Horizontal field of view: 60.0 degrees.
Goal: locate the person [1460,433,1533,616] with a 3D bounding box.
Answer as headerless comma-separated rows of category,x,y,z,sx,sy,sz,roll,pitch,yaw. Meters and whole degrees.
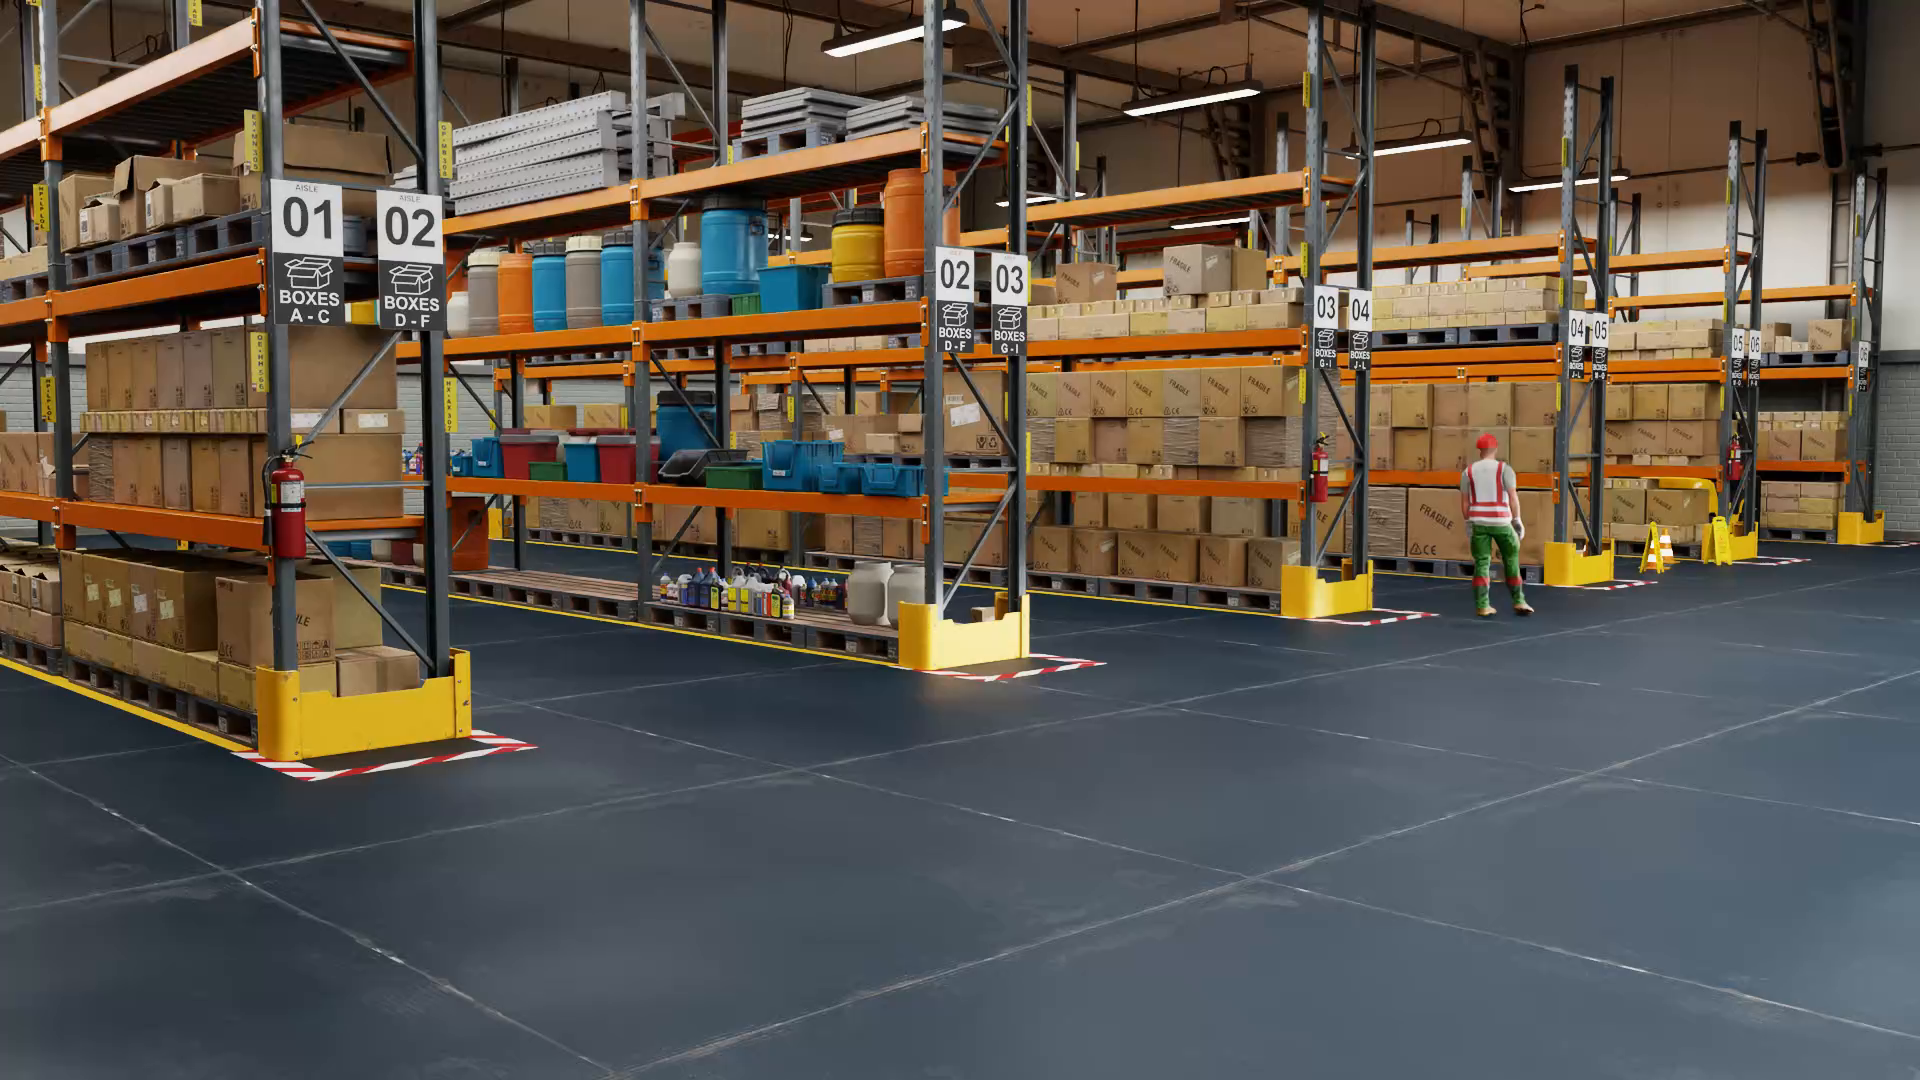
person,5.258,-0.158,16.308,0.641,1.775,0.749,2,5,31
